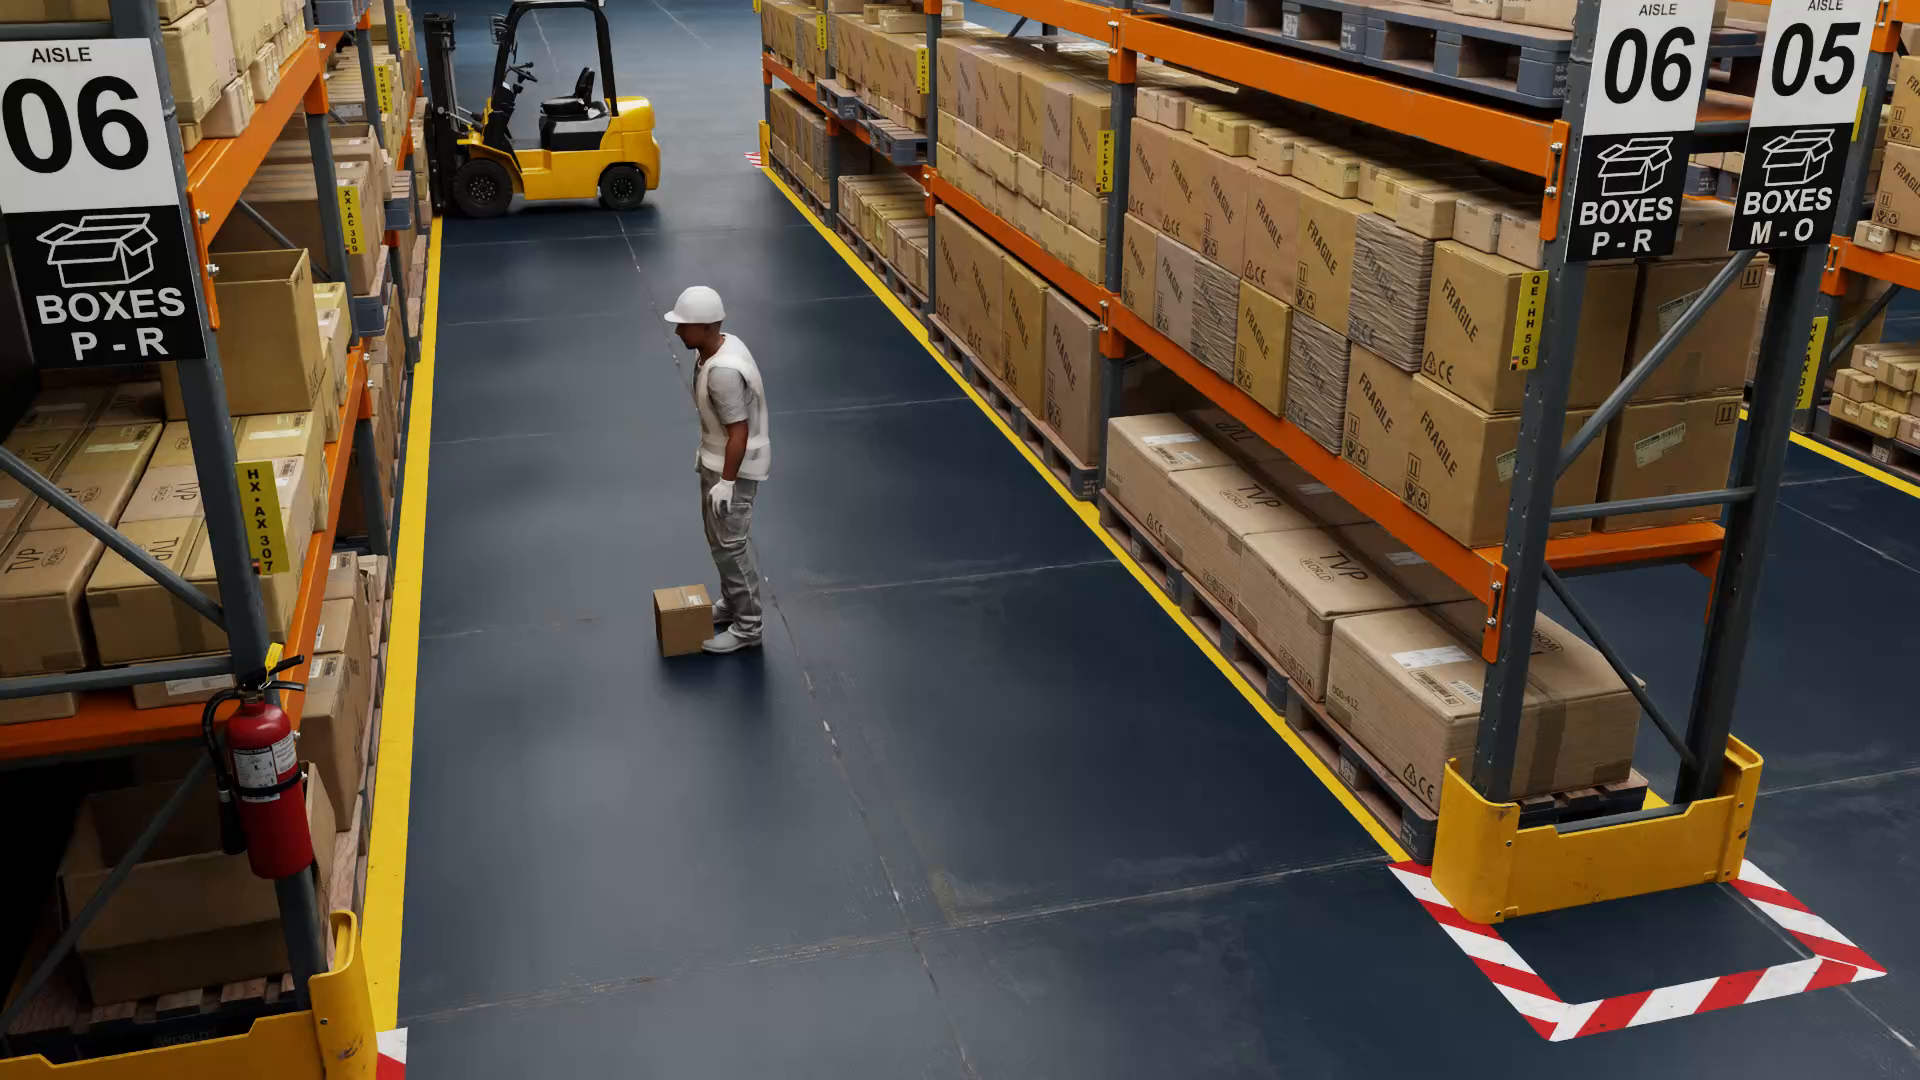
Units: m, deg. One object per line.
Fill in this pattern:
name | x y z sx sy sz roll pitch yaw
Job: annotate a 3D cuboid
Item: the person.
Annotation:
person | -1.129 -0.341 7.893 0.446 1.775 0.619 -6 23 -14
